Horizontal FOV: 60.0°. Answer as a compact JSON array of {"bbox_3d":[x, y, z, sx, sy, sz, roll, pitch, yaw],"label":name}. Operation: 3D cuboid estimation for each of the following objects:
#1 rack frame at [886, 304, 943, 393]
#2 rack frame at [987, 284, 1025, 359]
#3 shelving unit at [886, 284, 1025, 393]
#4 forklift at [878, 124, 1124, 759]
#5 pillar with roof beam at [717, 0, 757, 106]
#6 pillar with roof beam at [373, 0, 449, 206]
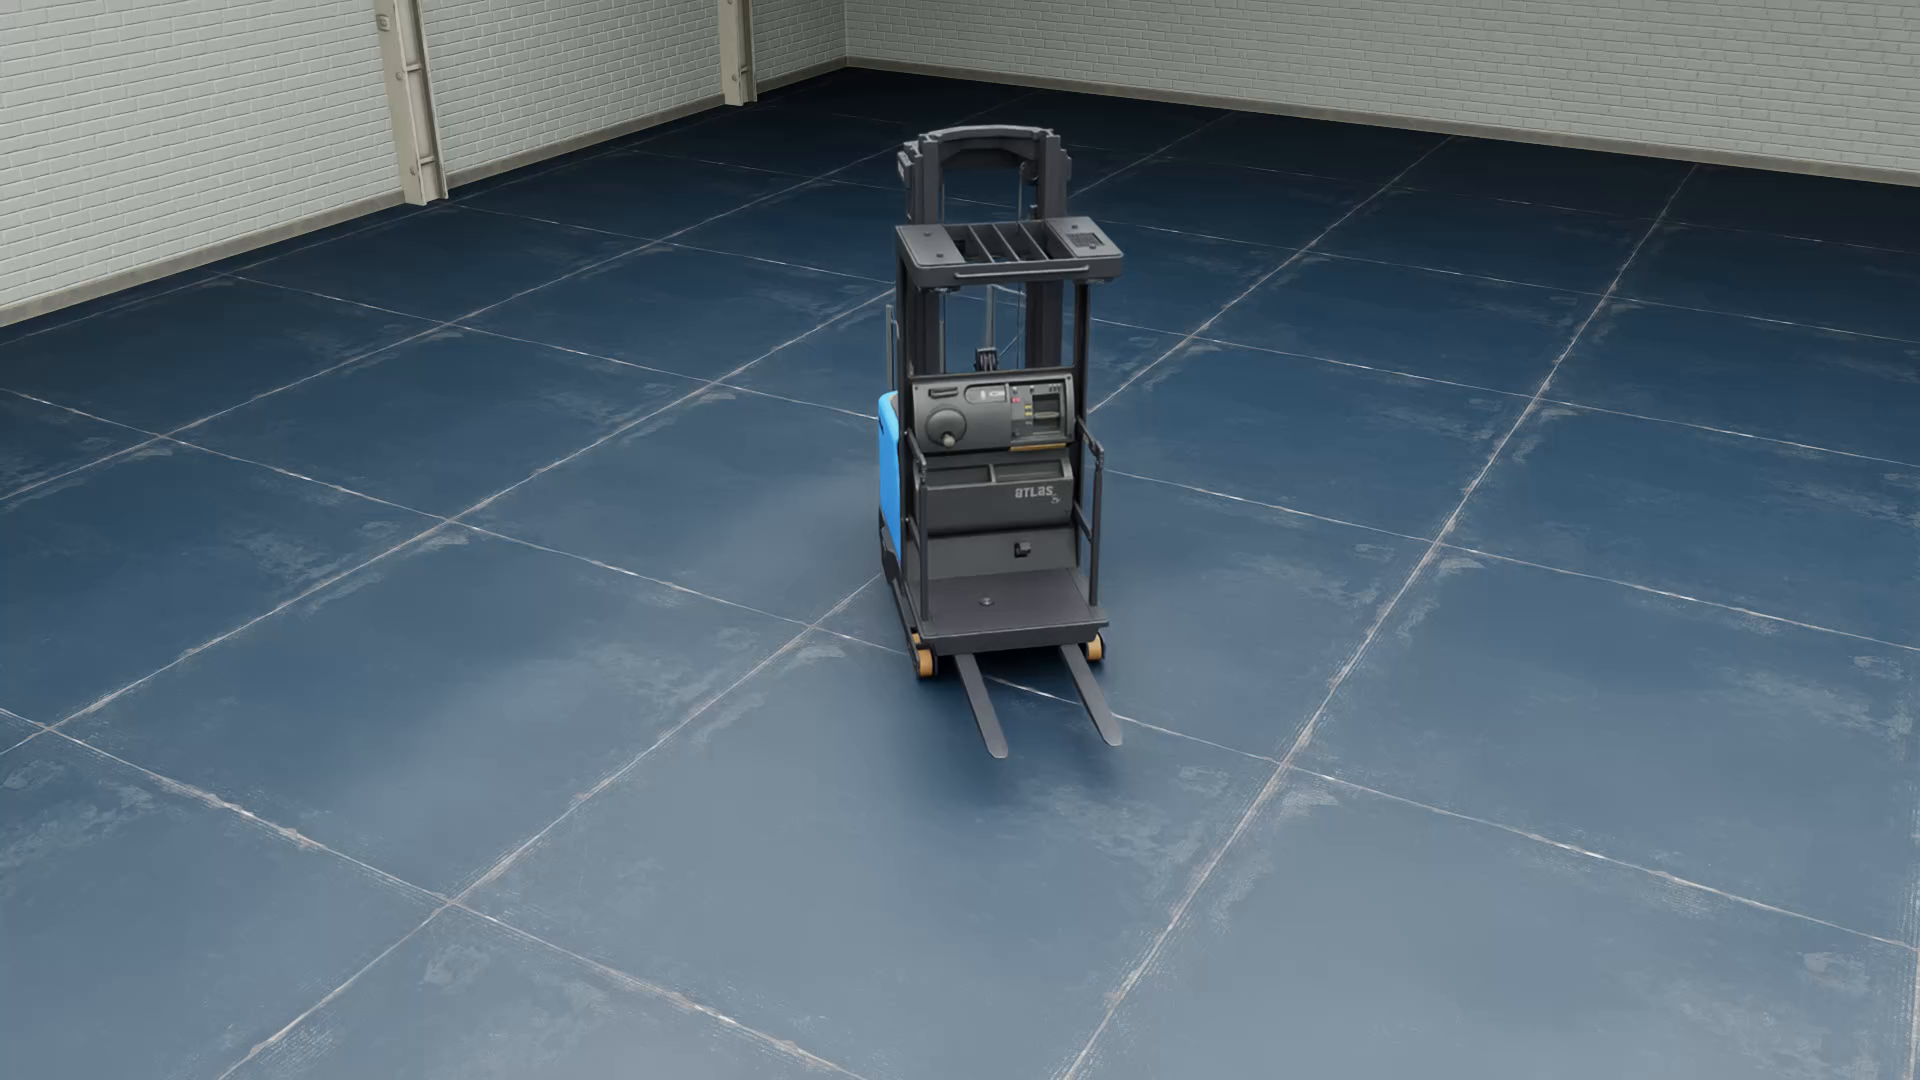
[{"bbox_3d":[-0.291,-0.795,11.083,0.500,1.500,0.032,22,34,37],"label":"rack frame"},{"bbox_3d":[0.387,-1.134,11.761,0.500,1.500,0.032,22,34,37],"label":"rack frame"},{"bbox_3d":[0.048,-0.965,11.422,0.538,1.500,1.048,22,34,37],"label":"shelving unit"},{"bbox_3d":[0.234,-0.694,9.282,1.130,2.935,3.031,-5,27,-9],"label":"forklift"},{"bbox_3d":[0.637,-9.278,19.652,9.100,9.000,0.400,14,30,26],"label":"pillar with roof beam"},{"bbox_3d":[-2.315,-6.940,14.981,9.100,9.000,0.400,14,30,26],"label":"pillar with roof beam"}]
